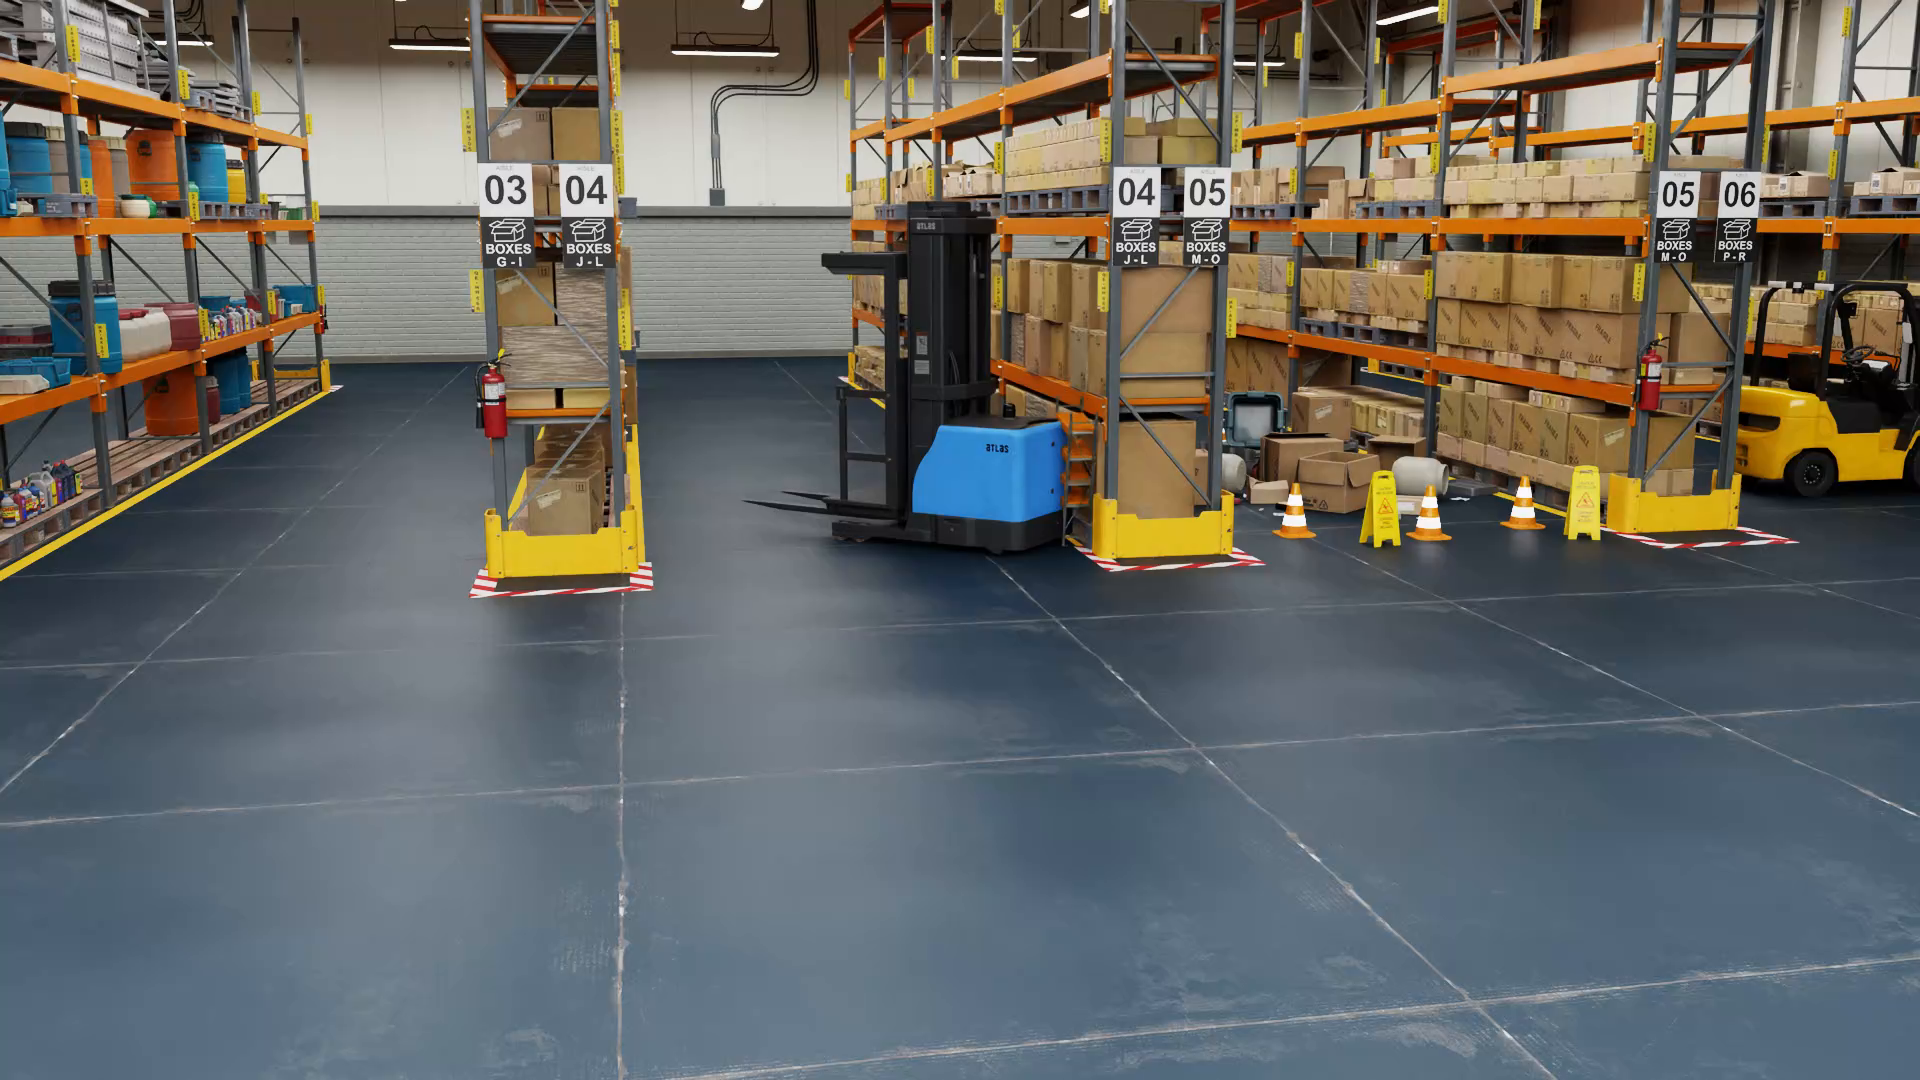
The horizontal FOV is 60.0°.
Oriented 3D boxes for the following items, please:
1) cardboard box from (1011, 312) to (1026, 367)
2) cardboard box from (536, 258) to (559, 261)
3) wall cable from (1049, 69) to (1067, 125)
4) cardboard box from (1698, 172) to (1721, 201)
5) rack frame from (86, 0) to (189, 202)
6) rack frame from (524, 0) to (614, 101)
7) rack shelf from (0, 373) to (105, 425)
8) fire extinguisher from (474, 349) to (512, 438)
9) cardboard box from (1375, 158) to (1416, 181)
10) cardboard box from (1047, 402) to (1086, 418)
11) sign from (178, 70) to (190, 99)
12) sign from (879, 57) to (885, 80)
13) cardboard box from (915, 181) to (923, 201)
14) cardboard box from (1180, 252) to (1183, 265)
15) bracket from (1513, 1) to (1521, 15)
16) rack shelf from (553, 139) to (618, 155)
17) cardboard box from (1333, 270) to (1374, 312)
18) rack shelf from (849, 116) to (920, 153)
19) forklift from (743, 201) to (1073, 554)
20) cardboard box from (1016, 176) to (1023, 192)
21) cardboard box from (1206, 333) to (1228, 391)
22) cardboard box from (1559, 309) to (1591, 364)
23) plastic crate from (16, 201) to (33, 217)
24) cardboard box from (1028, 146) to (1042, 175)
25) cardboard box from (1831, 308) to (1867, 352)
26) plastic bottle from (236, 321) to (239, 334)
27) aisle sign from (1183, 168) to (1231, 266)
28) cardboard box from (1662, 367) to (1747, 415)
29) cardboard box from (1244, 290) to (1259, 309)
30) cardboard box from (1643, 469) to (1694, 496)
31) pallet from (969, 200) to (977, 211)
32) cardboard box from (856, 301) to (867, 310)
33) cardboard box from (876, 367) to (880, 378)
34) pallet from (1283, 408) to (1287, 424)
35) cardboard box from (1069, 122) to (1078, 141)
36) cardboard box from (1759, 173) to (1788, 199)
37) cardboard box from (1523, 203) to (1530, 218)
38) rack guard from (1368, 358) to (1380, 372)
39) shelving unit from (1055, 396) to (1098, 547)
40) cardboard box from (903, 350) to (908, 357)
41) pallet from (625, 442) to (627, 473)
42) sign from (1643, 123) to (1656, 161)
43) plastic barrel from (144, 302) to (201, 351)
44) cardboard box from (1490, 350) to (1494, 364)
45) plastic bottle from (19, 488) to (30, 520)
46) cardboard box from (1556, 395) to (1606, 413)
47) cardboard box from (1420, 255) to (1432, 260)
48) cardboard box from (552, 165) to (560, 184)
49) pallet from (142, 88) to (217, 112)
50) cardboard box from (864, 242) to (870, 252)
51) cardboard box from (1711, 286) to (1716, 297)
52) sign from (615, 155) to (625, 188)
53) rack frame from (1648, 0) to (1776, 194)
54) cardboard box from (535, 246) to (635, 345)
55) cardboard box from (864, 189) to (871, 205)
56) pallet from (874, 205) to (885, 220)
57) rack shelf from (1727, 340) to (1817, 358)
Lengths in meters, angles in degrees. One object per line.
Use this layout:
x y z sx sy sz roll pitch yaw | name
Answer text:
1.021 -2.112 17.369 0.875 0.550 0.550 -2 11 -11 | cardboard box
-3.717 -2.172 14.347 0.500 0.500 0.500 -2 11 -11 | cardboard box
2.057 -8.485 35.209 0.463 3.000 0.029 -2 11 -11 | wall cable
6.715 -3.218 15.166 0.500 0.250 0.500 -2 11 -12 | cardboard box
-9.584 -5.444 19.233 1.000 3.000 0.127 -2 11 -11 | rack frame
-4.726 -5.624 20.180 1.000 3.000 0.127 -2 11 -11 | rack frame
-8.417 -1.043 14.080 1.077 0.370 4.000 -2 11 -11 | rack shelf
-3.599 -1.134 12.841 0.296 0.674 0.183 -2 11 -11 | fire extinguisher
5.315 -4.444 19.940 0.500 0.250 0.500 -2 11 -10 | cardboard box
1.345 -0.818 15.530 0.875 0.875 0.875 -2 11 -12 | cardboard box
-9.046 -5.307 19.375 0.100 0.325 0.005 -2 11 -11 | sign
-1.154 -7.001 24.704 0.100 0.325 0.005 -2 11 -11 | sign
-0.311 -4.549 22.282 0.500 0.500 0.500 -2 11 -11 | cardboard box
3.855 -4.388 26.788 0.500 0.500 0.500 -2 11 -11 | cardboard box
9.405 -8.892 27.718 0.235 0.232 0.430 -2 11 -11 | bracket
-5.893 -6.175 26.066 1.077 0.370 4.000 -2 11 -11 | rack shelf
5.074 -3.156 21.069 0.500 0.500 0.500 -2 11 -10 | cardboard box
-1.008 -6.532 26.879 1.077 0.370 4.000 -2 11 -11 | rack shelf
-0.543 -1.499 14.733 3.031 2.935 1.130 6 12 30 | forklift
0.774 -3.539 16.525 0.380 0.149 0.250 -2 11 -11 | cardboard box
4.416 -2.823 26.066 0.875 0.875 0.875 -2 11 -9 | cardboard box
6.082 -1.947 15.842 0.500 0.500 0.500 -2 11 -11 | cardboard box
-8.097 -2.828 14.215 0.243 0.136 0.396 -2 11 -11 | plastic crate
0.956 -3.622 15.897 0.500 0.250 0.500 -2 11 -12 | cardboard box
10.472 -2.444 19.245 0.500 0.500 0.500 -2 11 -13 | cardboard box
-9.724 -2.868 22.275 0.097 0.201 0.097 0 11 0 | plastic bottle
2.023 -2.647 13.628 0.394 0.787 0.004 -2 11 -11 | aisle sign
10.106 -2.024 22.537 0.875 0.625 0.625 -2 11 -9 | cardboard box
4.429 -3.476 24.002 0.500 0.250 0.500 -2 11 -12 | cardboard box
6.665 -0.584 15.973 0.500 0.250 0.500 -2 11 -11 | cardboard box
0.557 -3.899 19.641 1.003 0.211 1.213 -2 11 -8 | pallet
-1.565 -4.015 28.442 0.380 0.149 0.250 -2 11 -13 | cardboard box
-1.126 -2.669 26.401 0.380 0.149 0.250 -3 11 -13 | cardboard box
4.916 -1.815 23.669 1.003 0.211 1.213 -2 11 -11 | pallet
1.168 -3.559 14.499 0.380 0.149 0.250 -2 11 -10 | cardboard box
10.112 -4.435 20.801 0.500 0.311 0.500 -3 11 -13 | cardboard box
5.893 -3.305 16.687 0.380 0.149 0.250 -2 11 -11 | cardboard box
8.322 -3.444 31.455 1.175 0.500 0.348 -2 11 -11 | rack guard
0.978 -0.596 14.413 0.258 1.200 0.503 -2 21 -11 | shelving unit
-0.533 -2.583 23.802 0.500 0.250 0.500 -2 11 -9 | cardboard box
-4.341 -0.941 19.075 1.003 0.211 1.213 -2 11 -11 | pallet
6.003 -3.462 14.475 0.100 0.325 0.005 -2 11 -11 | sign
-9.197 -2.490 19.392 0.600 0.536 0.708 -2 11 -11 | plastic barrel
5.798 -1.925 17.459 0.380 0.149 0.250 -2 11 -11 | cardboard box
-8.142 -0.313 14.436 0.097 0.271 0.097 0 11 0 | plastic bottle
6.002 -1.315 16.075 0.380 0.149 0.250 -2 11 -9 | cardboard box
8.423 -4.759 29.277 0.500 0.500 0.500 -2 11 -10 | cardboard box
-2.996 -2.865 13.038 0.380 0.149 0.250 -2 11 -11 | cardboard box
-9.694 -5.288 19.989 1.213 0.211 1.003 -2 11 -11 | pallet
-1.283 -4.619 27.205 0.500 0.500 0.500 -2 11 -13 | cardboard box
10.043 -3.237 21.679 0.380 0.149 0.250 -2 11 -11 | cardboard box
-3.417 -3.692 16.668 0.100 0.325 0.005 -2 11 -11 | sign
6.551 -4.518 14.364 1.000 3.000 0.127 -2 11 -11 | rack frame
-3.965 -2.596 17.583 1.000 1.000 1.000 -2 11 -11 | cardboard box
-1.277 -5.580 27.035 0.500 0.250 0.500 -3 11 -13 | cardboard box
-0.603 -4.837 24.567 1.213 0.211 1.003 -2 11 -11 | pallet
10.252 -2.499 21.726 1.077 0.370 4.000 -2 11 -11 | rack shelf
